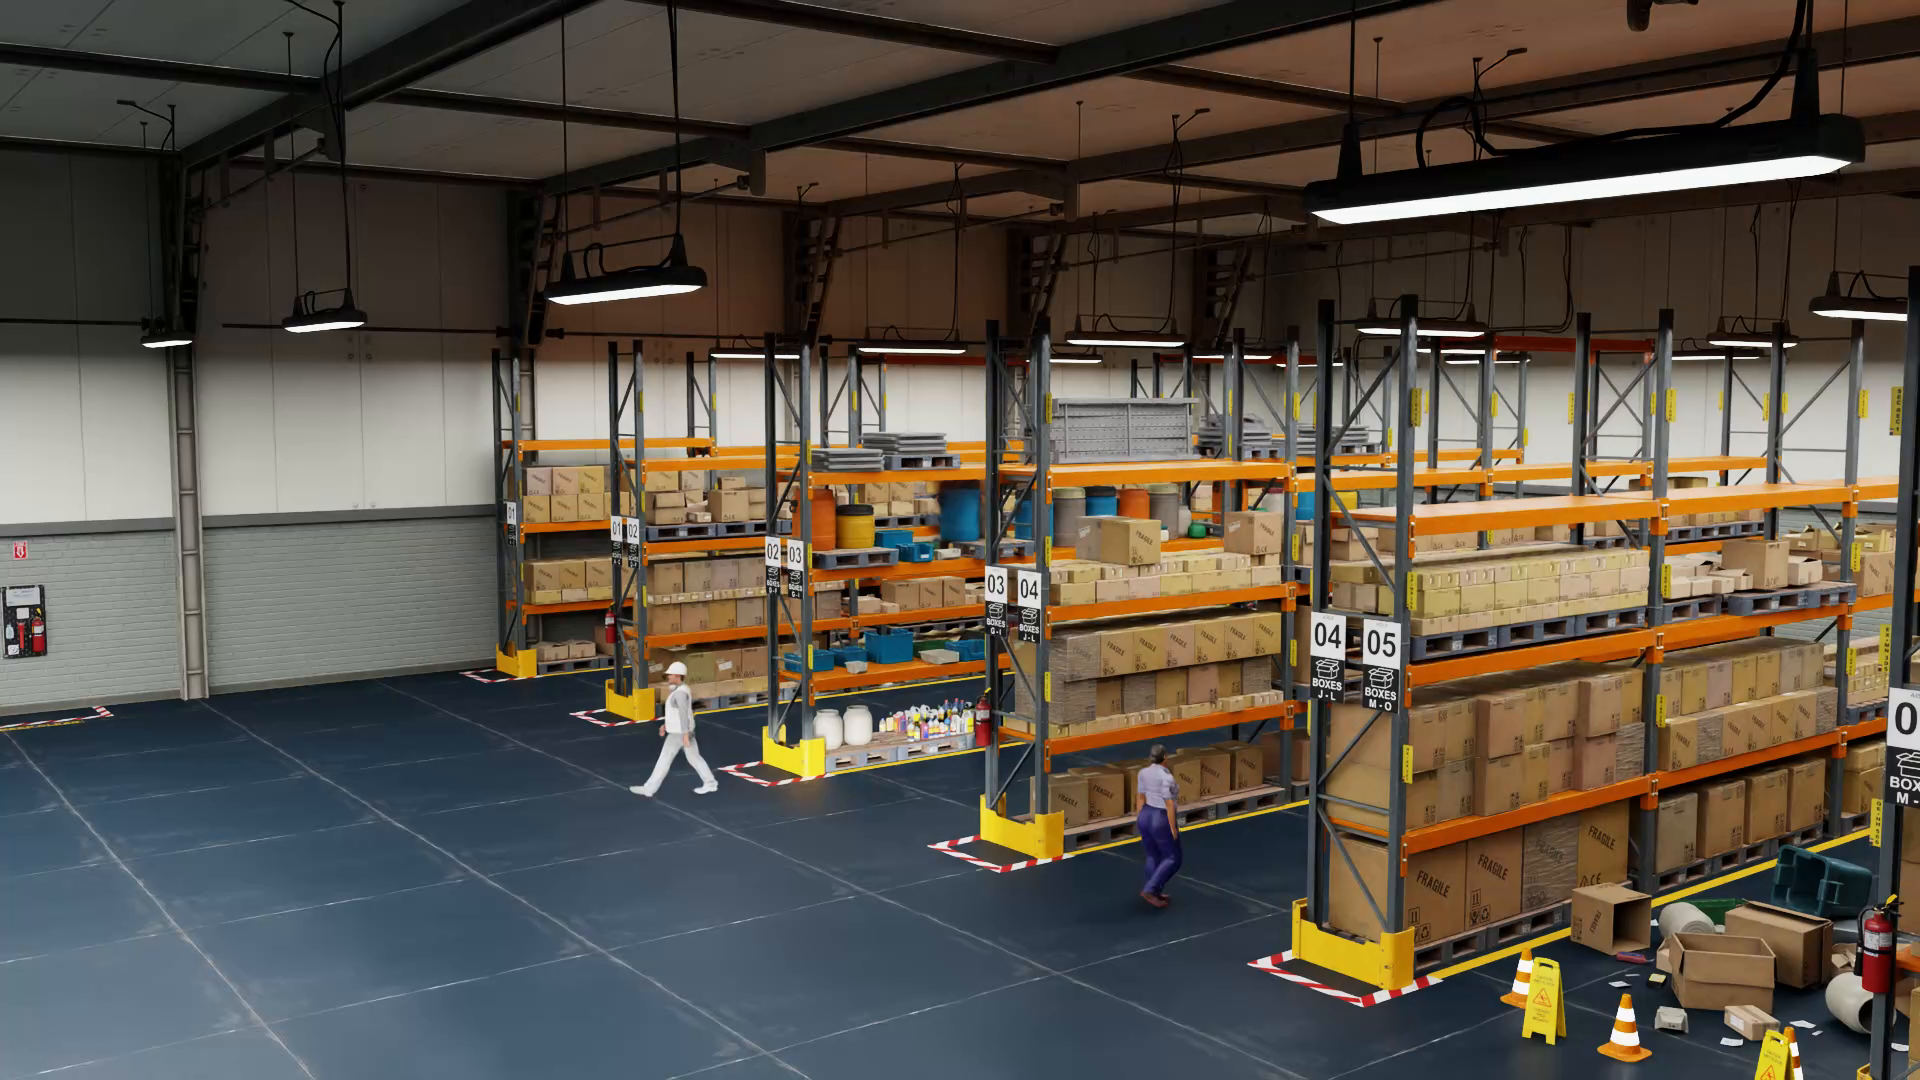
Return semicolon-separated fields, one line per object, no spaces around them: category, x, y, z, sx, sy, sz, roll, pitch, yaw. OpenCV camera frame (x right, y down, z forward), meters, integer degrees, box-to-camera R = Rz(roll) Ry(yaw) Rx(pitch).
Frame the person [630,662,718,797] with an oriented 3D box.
person;-3.658;2.416;21.303;1.071;1.710;0.556;0;5;2

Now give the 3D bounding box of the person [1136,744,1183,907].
person;1.974;2.879;16.784;0.522;1.644;0.531;-4;6;-35
